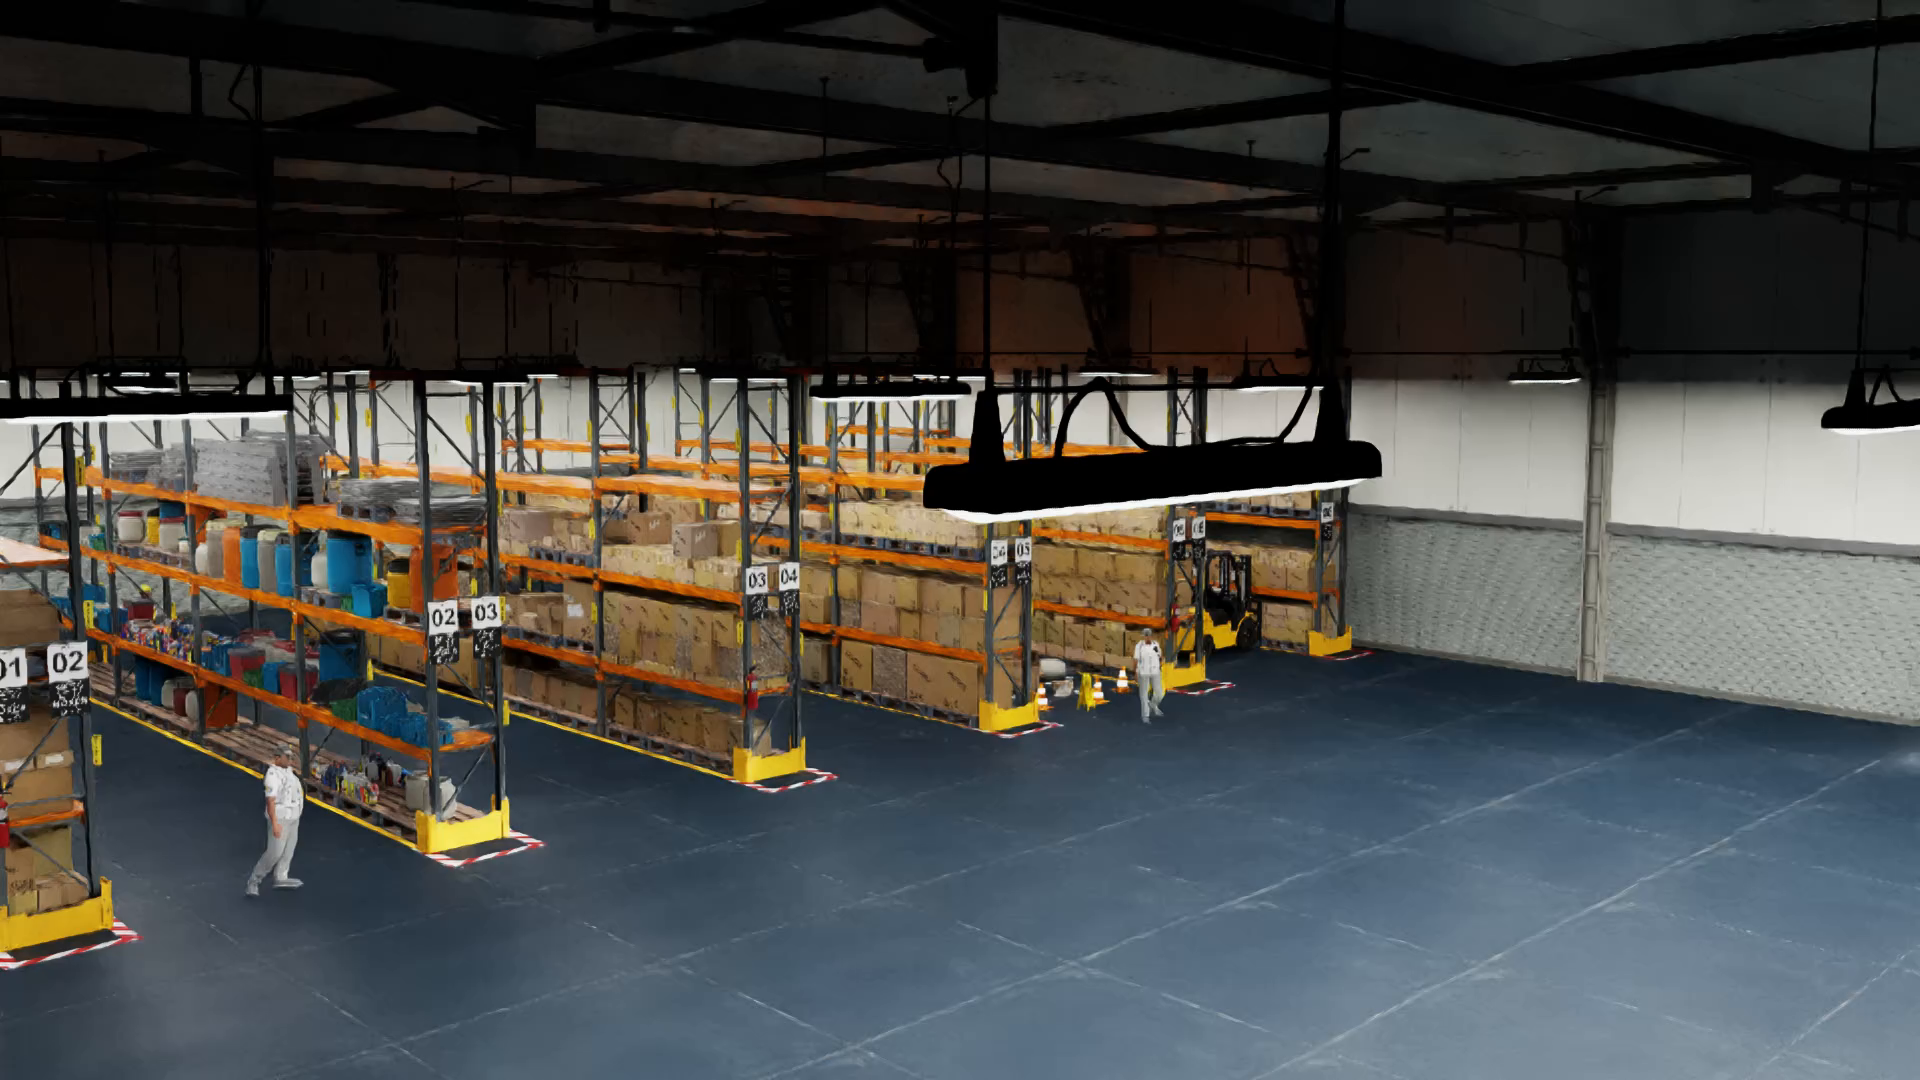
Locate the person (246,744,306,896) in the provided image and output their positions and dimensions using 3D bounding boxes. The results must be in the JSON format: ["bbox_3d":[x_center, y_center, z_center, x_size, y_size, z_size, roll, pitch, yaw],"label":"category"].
[{"bbox_3d":[-8.050,3.271,19.504,0.557,1.741,0.729,0,6,4],"label":"person"}]

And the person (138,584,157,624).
[{"bbox_3d":[-15.985,1.747,32.668,0.703,1.772,0.387,5,8,39],"label":"person"}]

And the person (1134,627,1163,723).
[{"bbox_3d":[3.245,2.295,28.555,0.552,1.656,0.573,-1,6,-6],"label":"person"}]
